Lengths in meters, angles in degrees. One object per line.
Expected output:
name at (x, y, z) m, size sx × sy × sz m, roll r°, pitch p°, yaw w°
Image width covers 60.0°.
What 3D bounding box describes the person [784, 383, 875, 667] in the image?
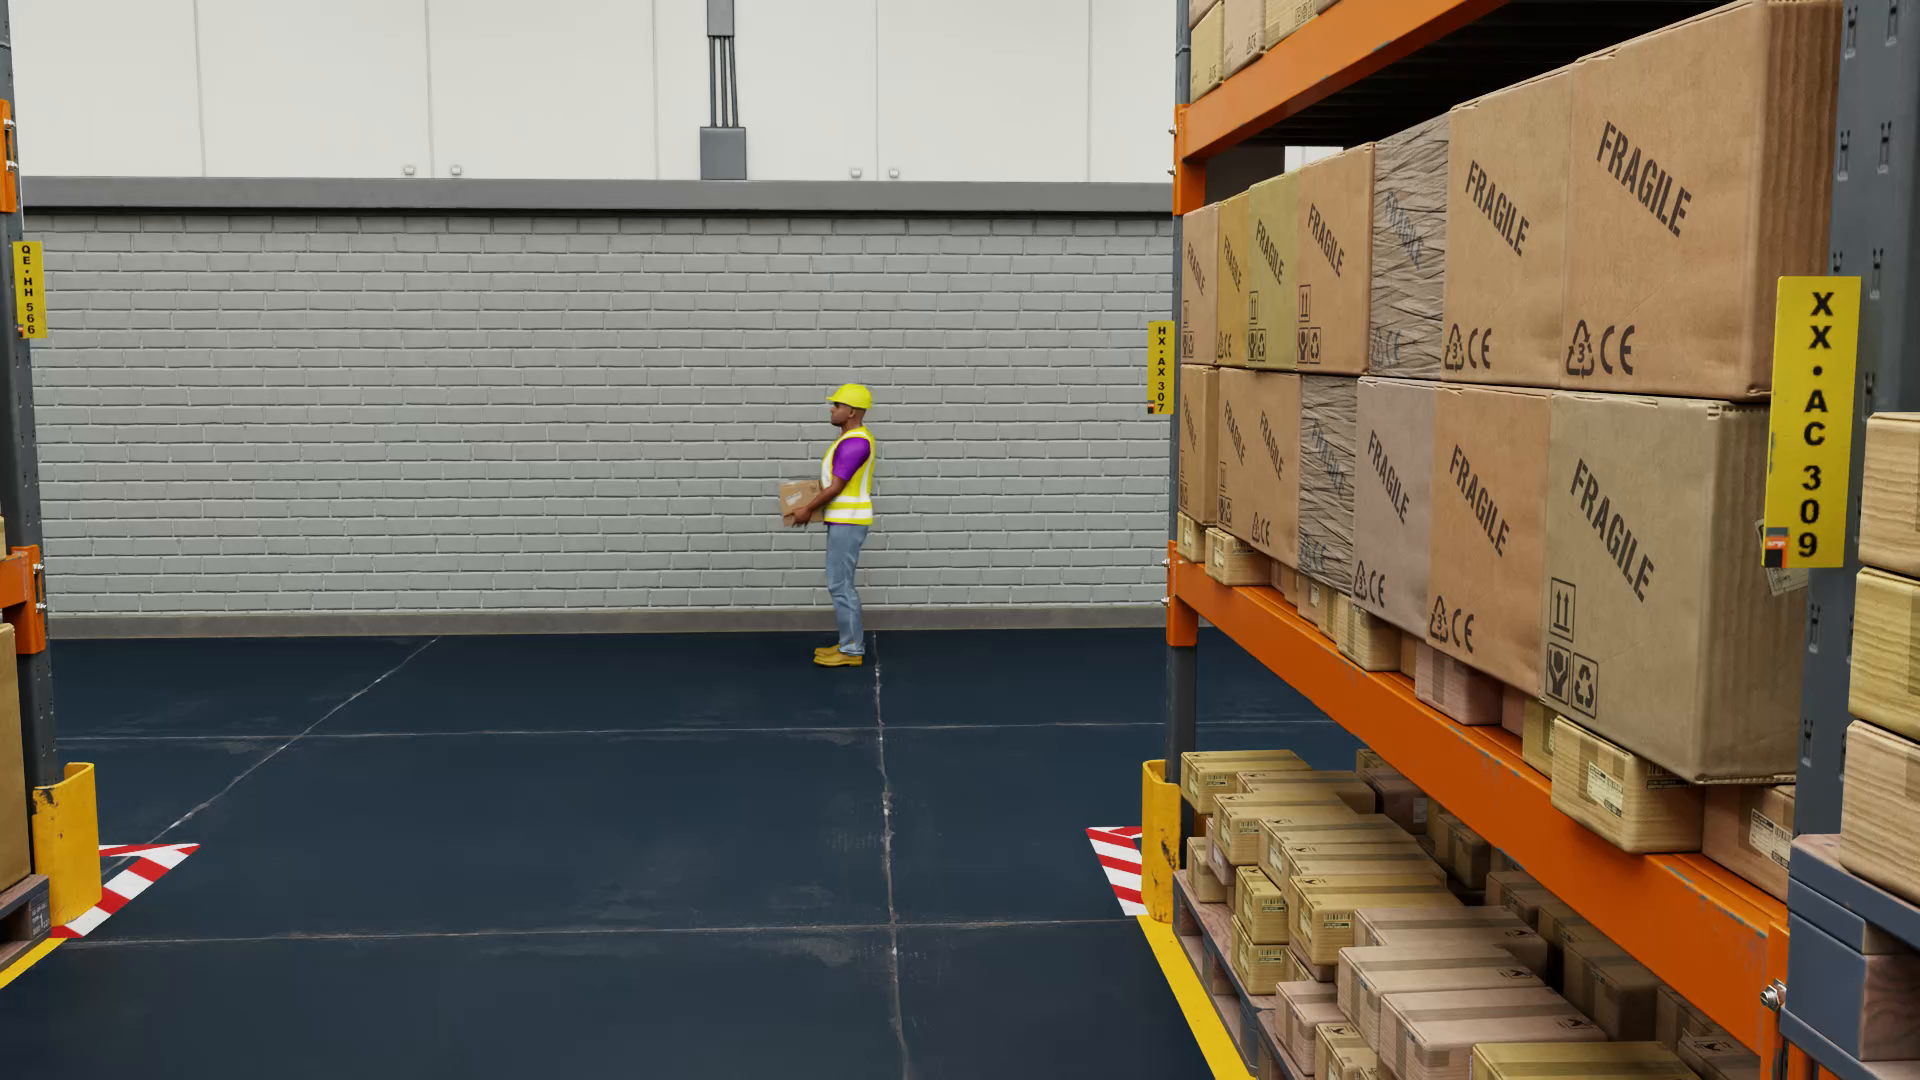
person at (-0.815, -0.098, 10.466) m, size 0.573 × 1.767 × 0.521 m, roll 0°, pitch 7°, yaw -4°
